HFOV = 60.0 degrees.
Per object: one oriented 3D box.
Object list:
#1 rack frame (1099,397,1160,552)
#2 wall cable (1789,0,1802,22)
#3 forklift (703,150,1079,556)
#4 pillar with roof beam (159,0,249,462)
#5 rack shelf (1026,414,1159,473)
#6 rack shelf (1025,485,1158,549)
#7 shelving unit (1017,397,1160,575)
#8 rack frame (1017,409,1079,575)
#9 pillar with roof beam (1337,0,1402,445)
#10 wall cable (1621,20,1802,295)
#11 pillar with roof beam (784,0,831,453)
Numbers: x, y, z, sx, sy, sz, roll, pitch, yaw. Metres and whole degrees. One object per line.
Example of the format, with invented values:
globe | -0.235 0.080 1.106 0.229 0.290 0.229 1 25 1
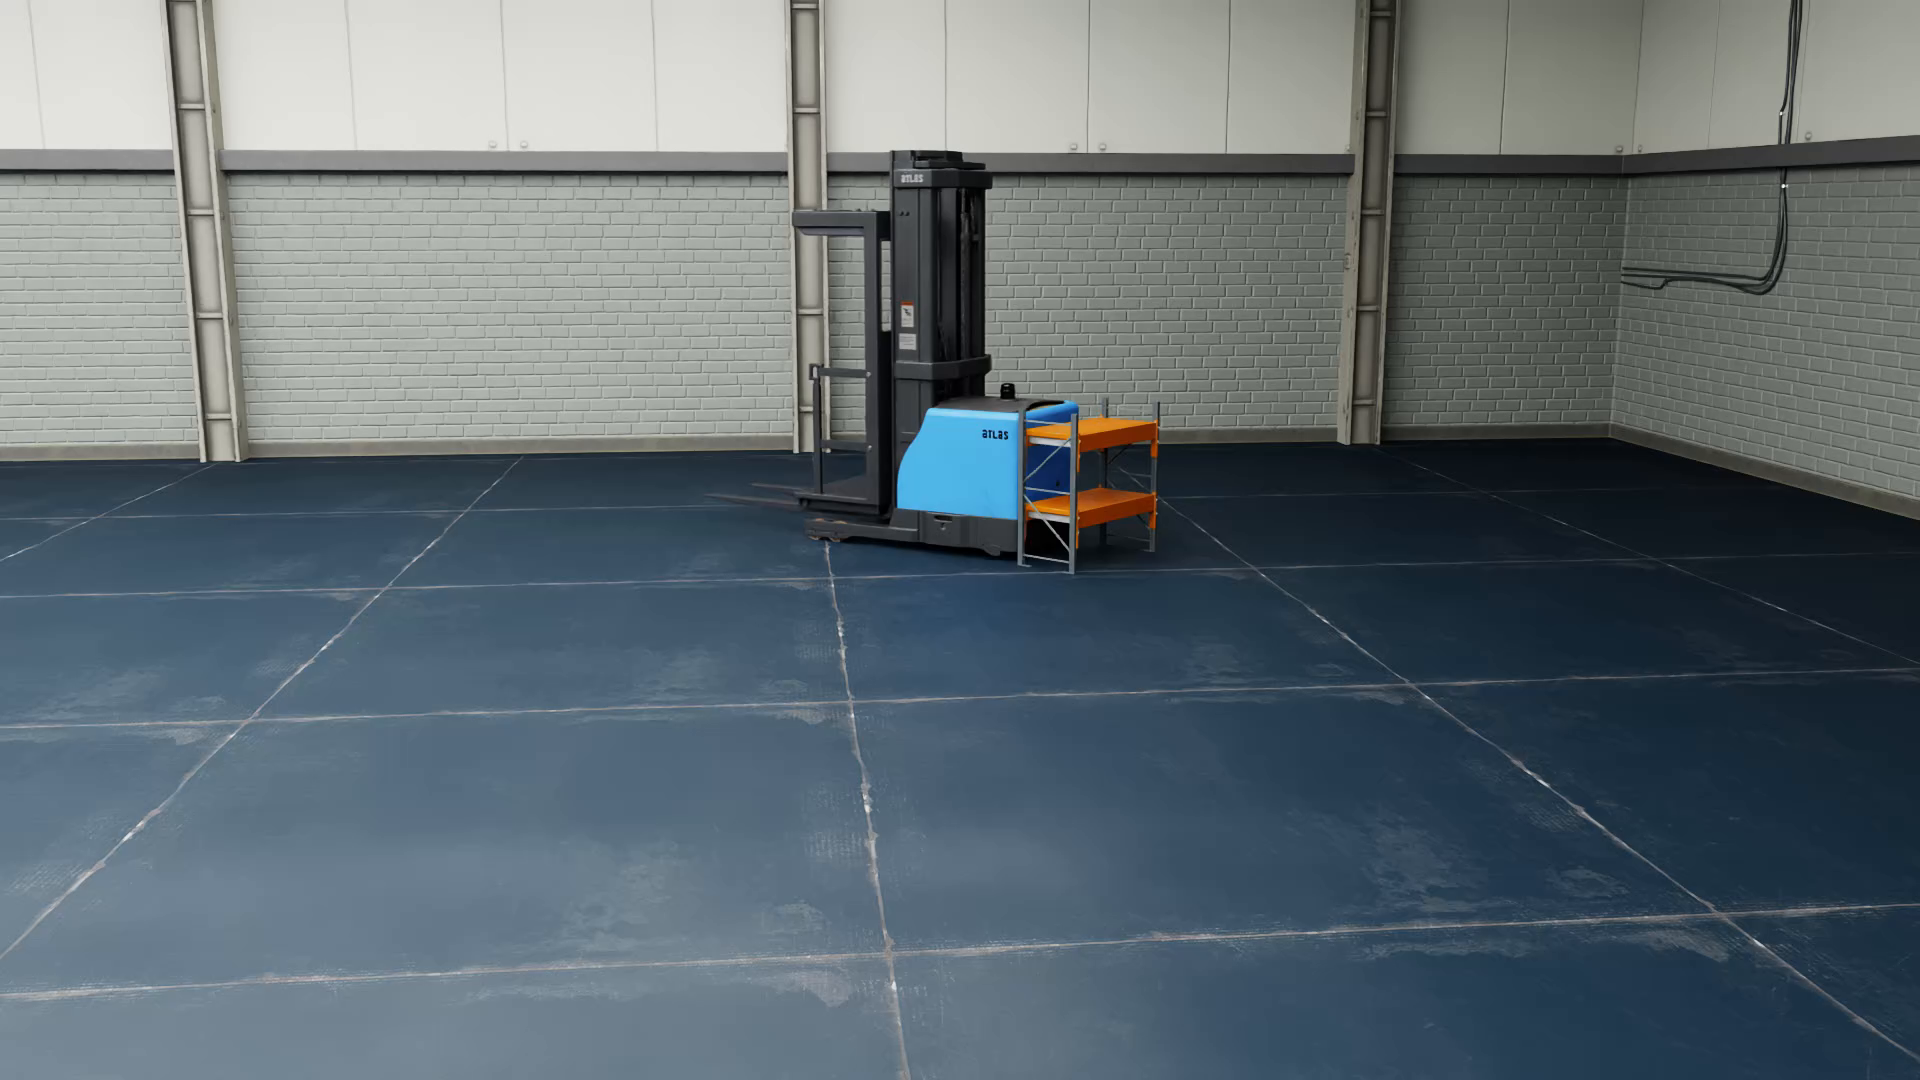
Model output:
rack frame | 1.267 -0.493 12.460 0.500 1.125 0.032 9 14 39
wall cable | 7.755 -5.734 13.663 0.112 2.526 3.097 -1 11 -6
forklift | -0.620 -1.502 12.908 3.031 2.935 1.130 6 13 28
pillar with roof beam | -7.074 -4.415 11.996 0.400 9.000 9.100 -1 11 -6
rack shelf | 0.941 -0.705 12.021 0.538 0.278 1.000 9 14 39
rack shelf | 0.941 -0.178 12.124 0.538 0.278 1.000 9 14 39
shelving unit | 0.941 -0.418 12.077 0.538 1.125 1.048 9 14 39
rack frame | 0.615 -0.342 11.694 0.500 1.125 0.032 9 14 39
pillar with roof beam | 4.856 -4.665 13.268 0.400 9.000 9.100 -1 11 -6
wall cable | 7.462 -3.775 16.789 0.112 2.526 3.097 -1 11 -6
pillar with roof beam | -1.109 -4.540 12.632 0.400 9.000 9.100 -1 11 -6
